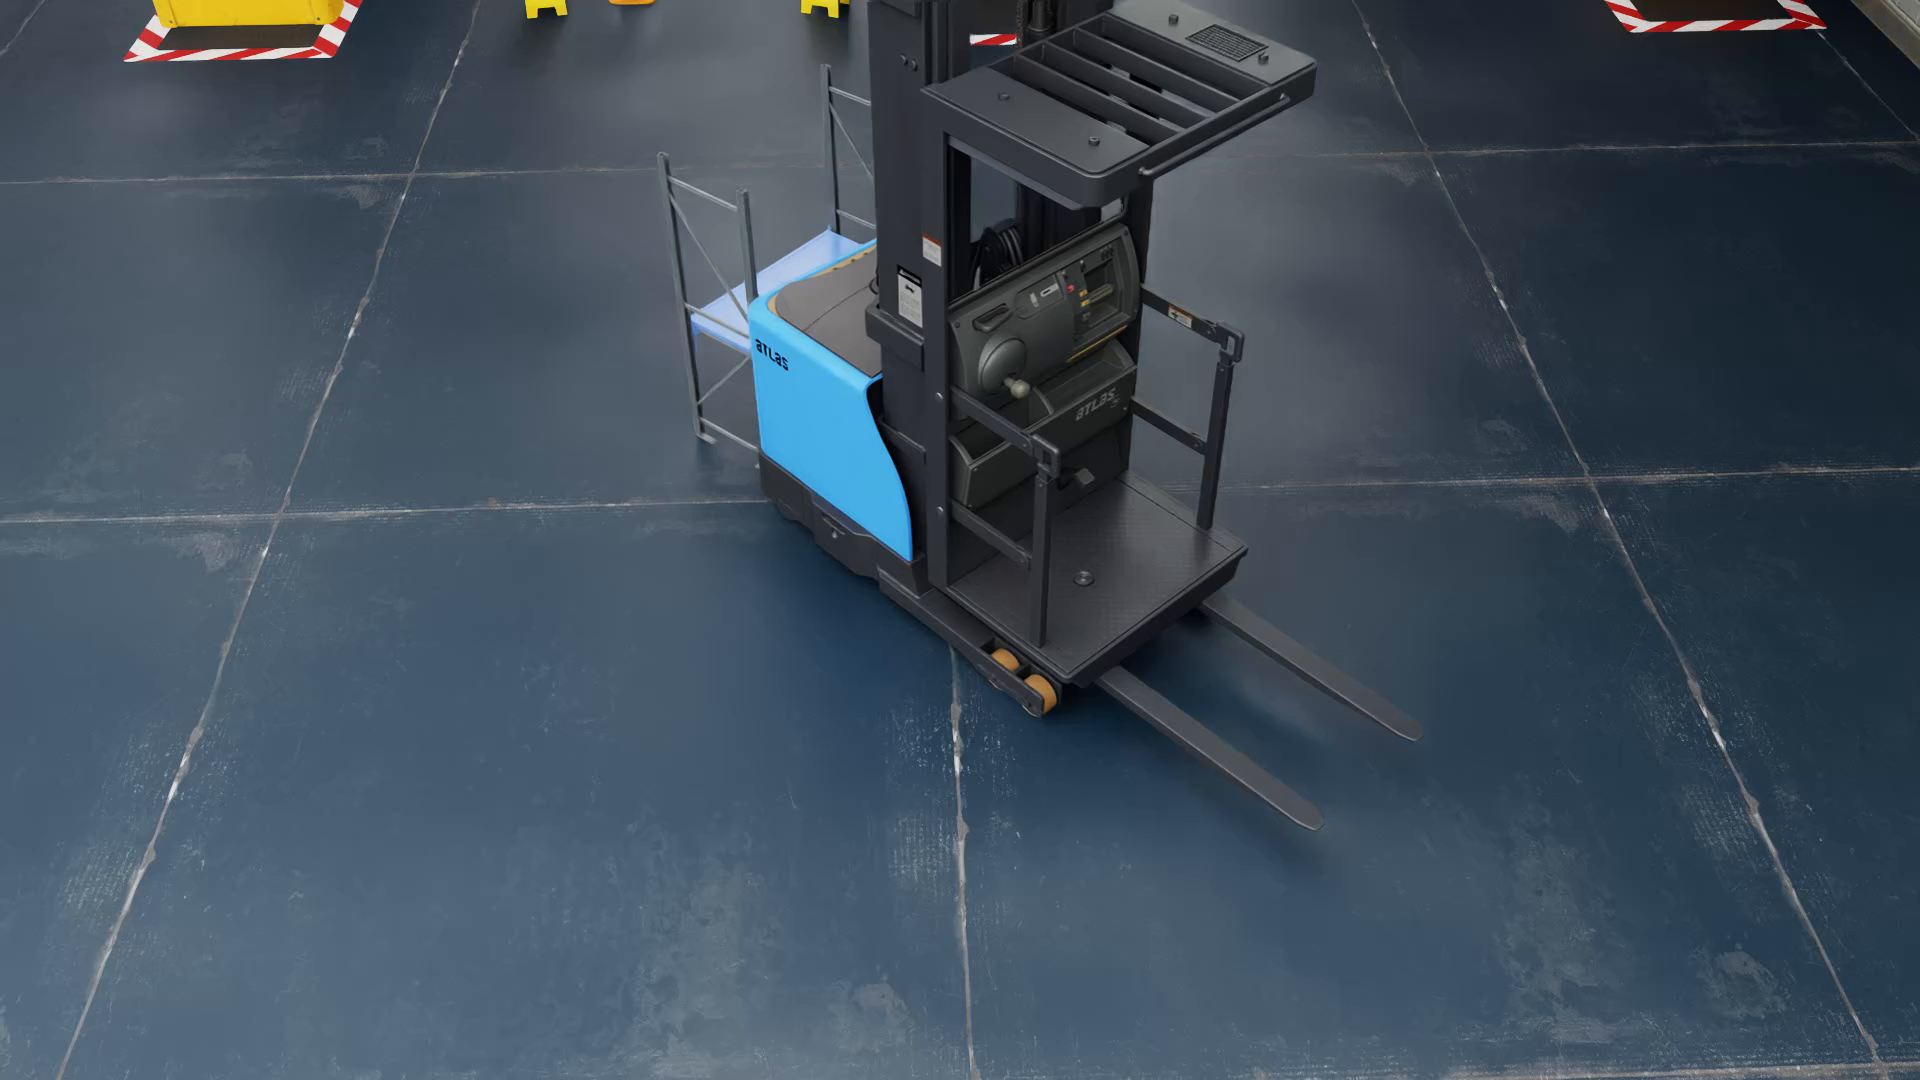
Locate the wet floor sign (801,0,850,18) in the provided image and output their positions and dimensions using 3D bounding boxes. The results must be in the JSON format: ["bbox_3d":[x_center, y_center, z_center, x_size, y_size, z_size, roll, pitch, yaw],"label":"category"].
[{"bbox_3d":[-0.918,-3.872,11.147,0.267,0.644,0.232,12,44,13],"label":"wet floor sign"}]

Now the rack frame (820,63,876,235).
[{"bbox_3d":[-0.428,-1.495,7.921,0.500,1.500,0.032,28,50,27],"label":"rack frame"}]

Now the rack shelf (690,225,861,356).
[{"bbox_3d":[-0.745,-1.094,7.750,0.538,0.185,1.000,28,50,27],"label":"rack shelf"}]

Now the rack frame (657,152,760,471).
[{"bbox_3d":[-1.062,-0.958,7.335,0.500,1.500,0.032,28,50,27],"label":"rack frame"}]

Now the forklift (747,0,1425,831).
[{"bbox_3d":[0.476,-0.775,6.076,1.130,2.935,3.031,-33,52,-30],"label":"forklift"}]

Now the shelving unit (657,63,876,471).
[{"bbox_3d":[-0.745,-1.227,7.628,0.538,1.500,1.048,28,50,27],"label":"shelving unit"}]

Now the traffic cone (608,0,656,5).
[{"bbox_3d":[-2.258,-3.956,11.373,0.336,0.463,0.334,-2,43,-2],"label":"traffic cone"}]

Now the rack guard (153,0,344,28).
[{"bbox_3d":[-4.797,-3.751,11.122,1.175,0.500,0.348,-2,43,-2],"label":"rack guard"}]

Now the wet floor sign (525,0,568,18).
[{"bbox_3d":[-2.819,-3.858,11.131,0.267,0.644,0.232,-8,43,-9],"label":"wet floor sign"}]
